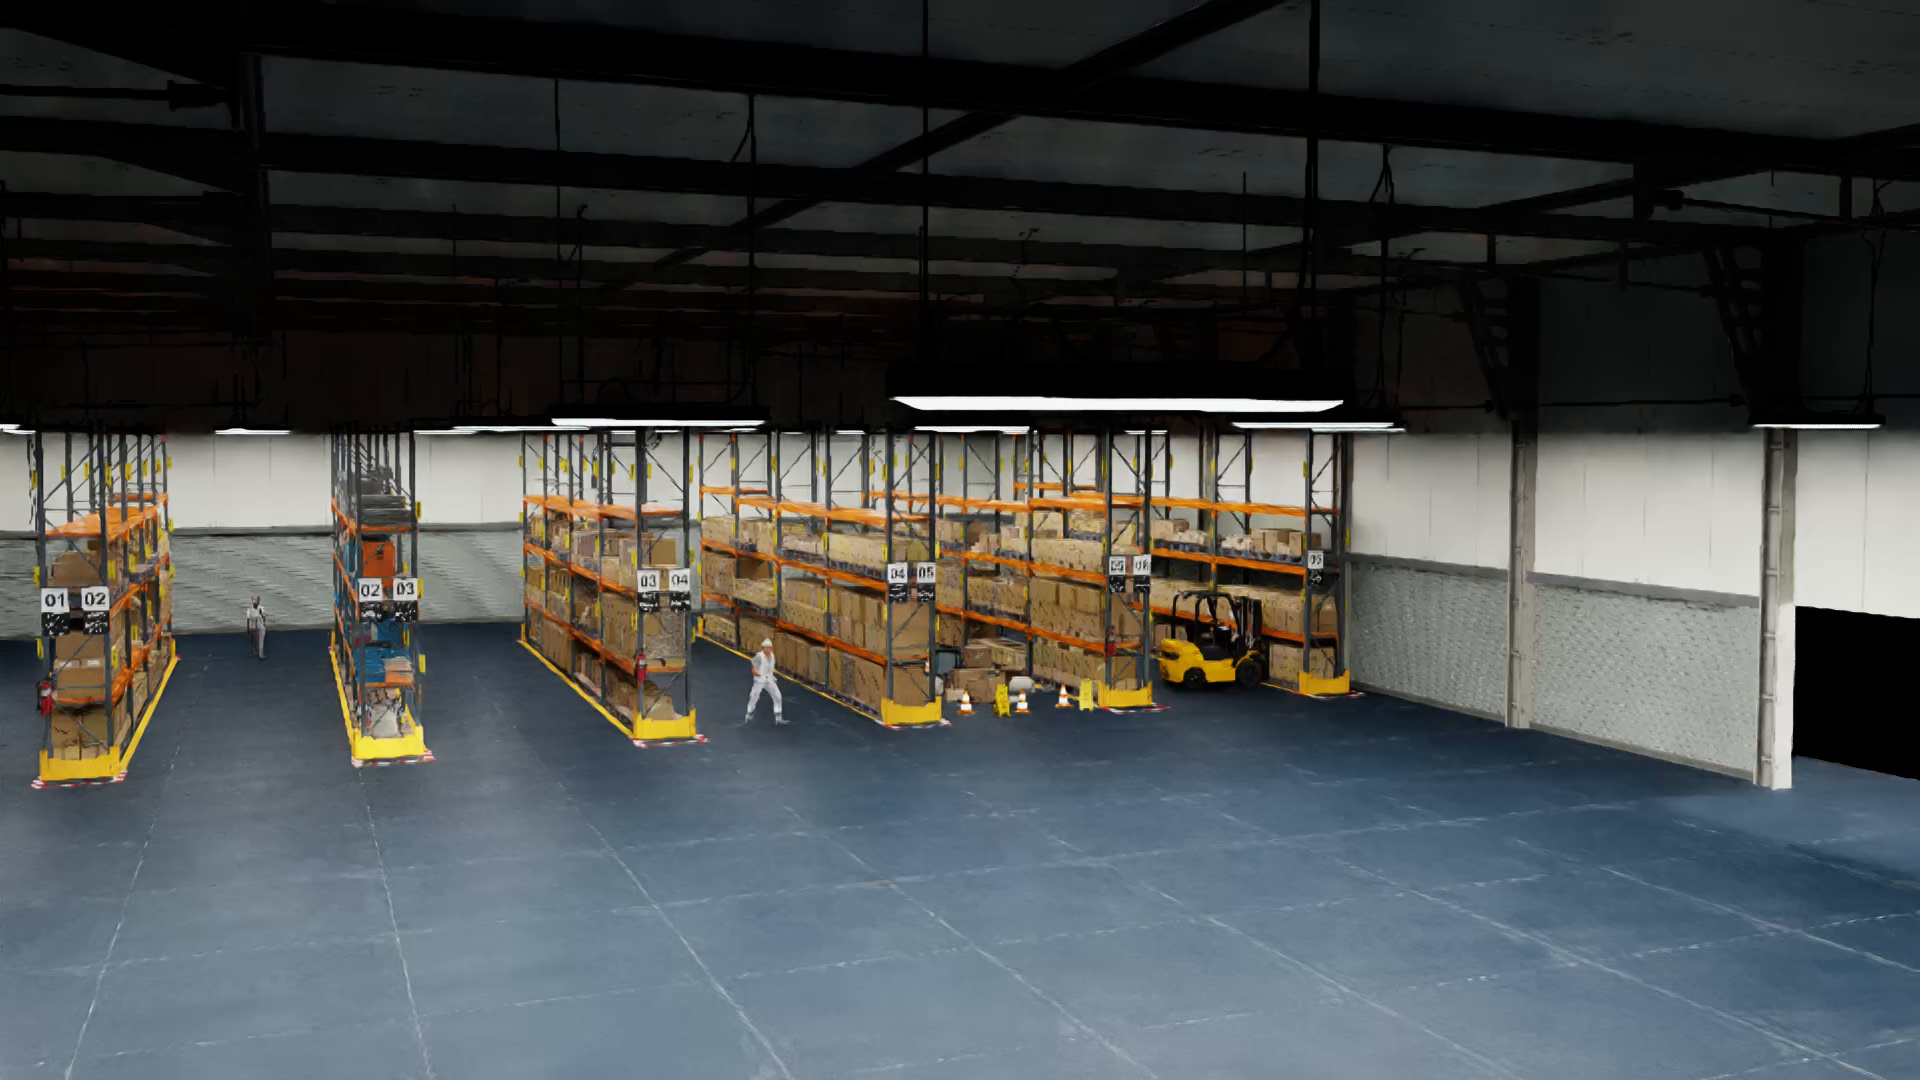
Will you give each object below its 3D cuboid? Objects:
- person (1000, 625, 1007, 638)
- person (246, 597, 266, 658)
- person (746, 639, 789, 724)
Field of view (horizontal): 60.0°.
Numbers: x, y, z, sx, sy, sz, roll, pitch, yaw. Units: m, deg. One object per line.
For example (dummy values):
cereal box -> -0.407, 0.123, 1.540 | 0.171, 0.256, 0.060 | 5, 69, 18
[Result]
person -> 1.061, 1.989, 46.907 | 0.527, 1.581, 0.521 | 0, 4, 7
person -> -18.133, 2.235, 42.848 | 0.456, 1.589, 1.088 | -1, 4, -20
person -> -3.876, 2.794, 32.939 | 0.684, 1.714, 0.845 | -3, 5, -38
